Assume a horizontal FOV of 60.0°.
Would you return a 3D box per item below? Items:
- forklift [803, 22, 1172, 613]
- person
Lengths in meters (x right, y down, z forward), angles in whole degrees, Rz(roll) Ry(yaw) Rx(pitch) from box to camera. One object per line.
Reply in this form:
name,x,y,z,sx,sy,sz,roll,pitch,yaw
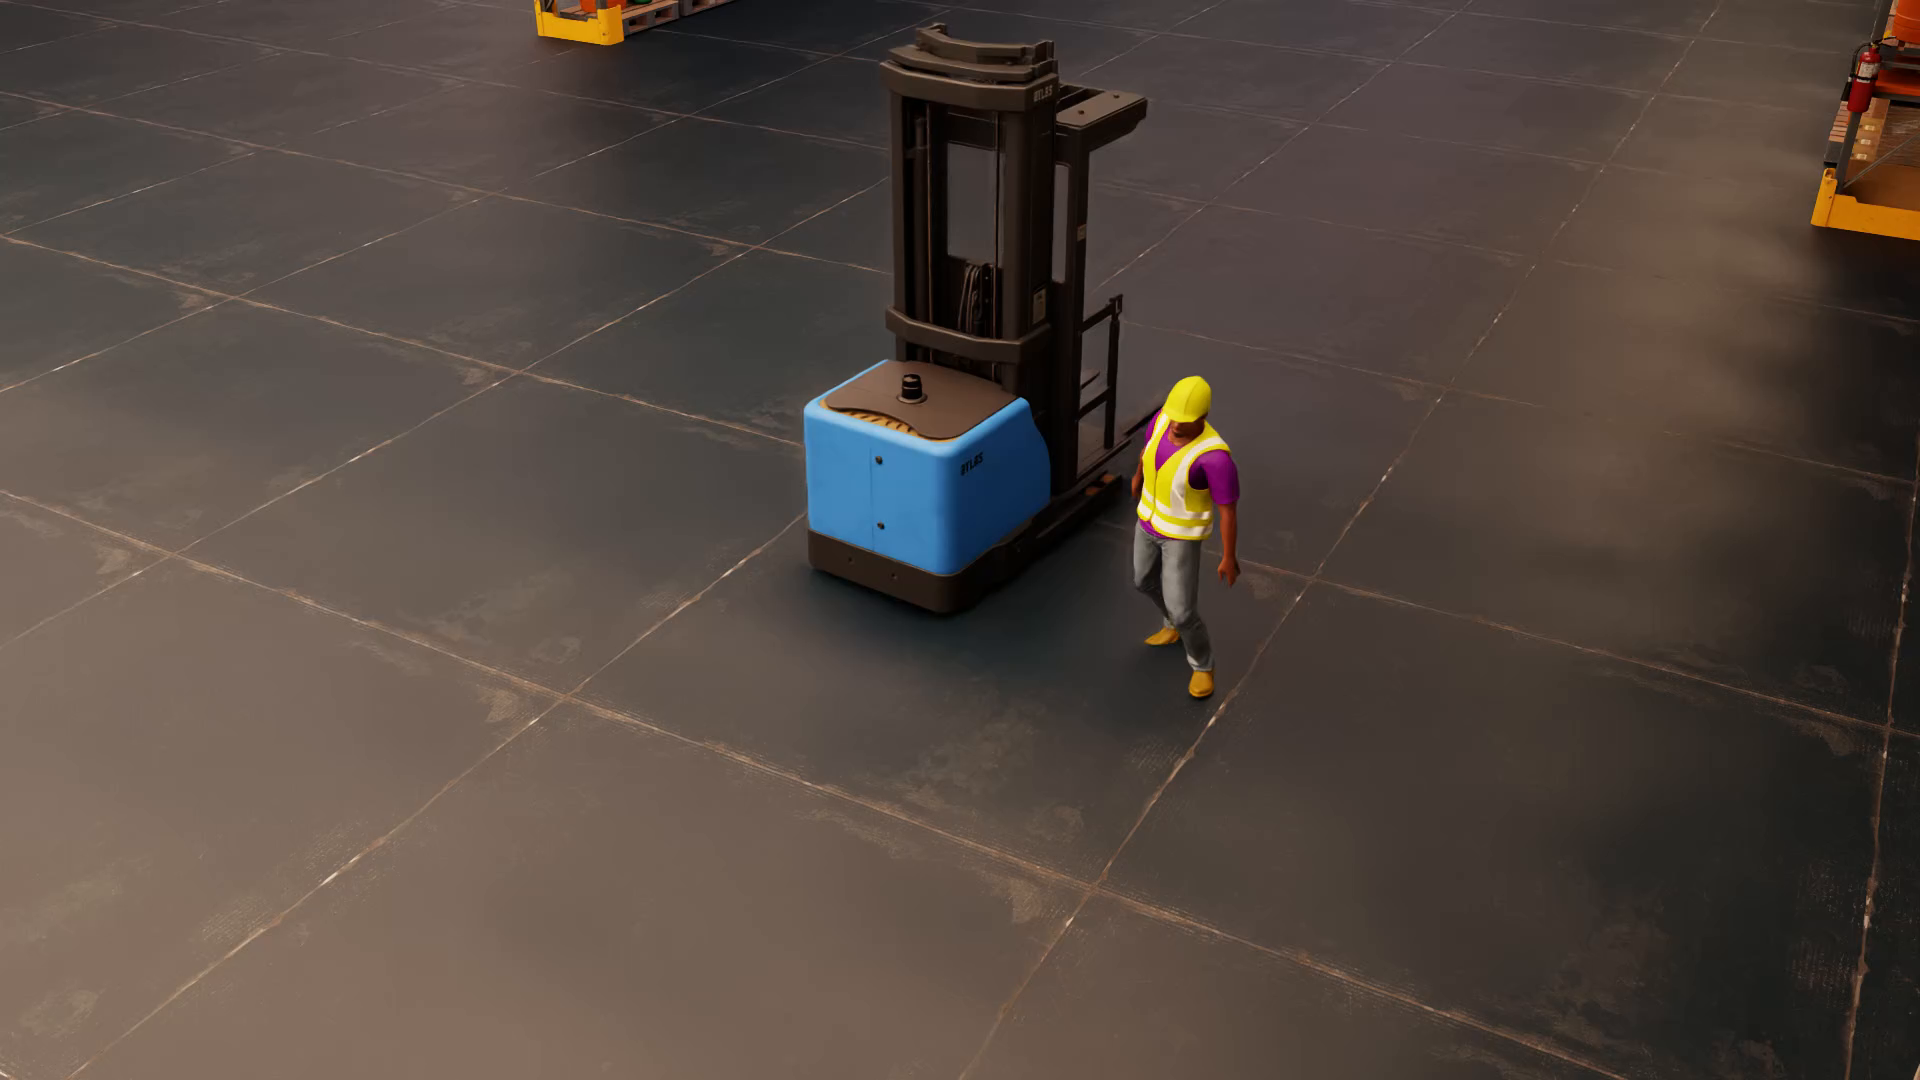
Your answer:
forklift,0.360,-1.557,9.768,1.130,2.935,3.031,19,35,29
person,1.116,-0.106,8.533,0.497,1.734,0.888,-15,33,-25
